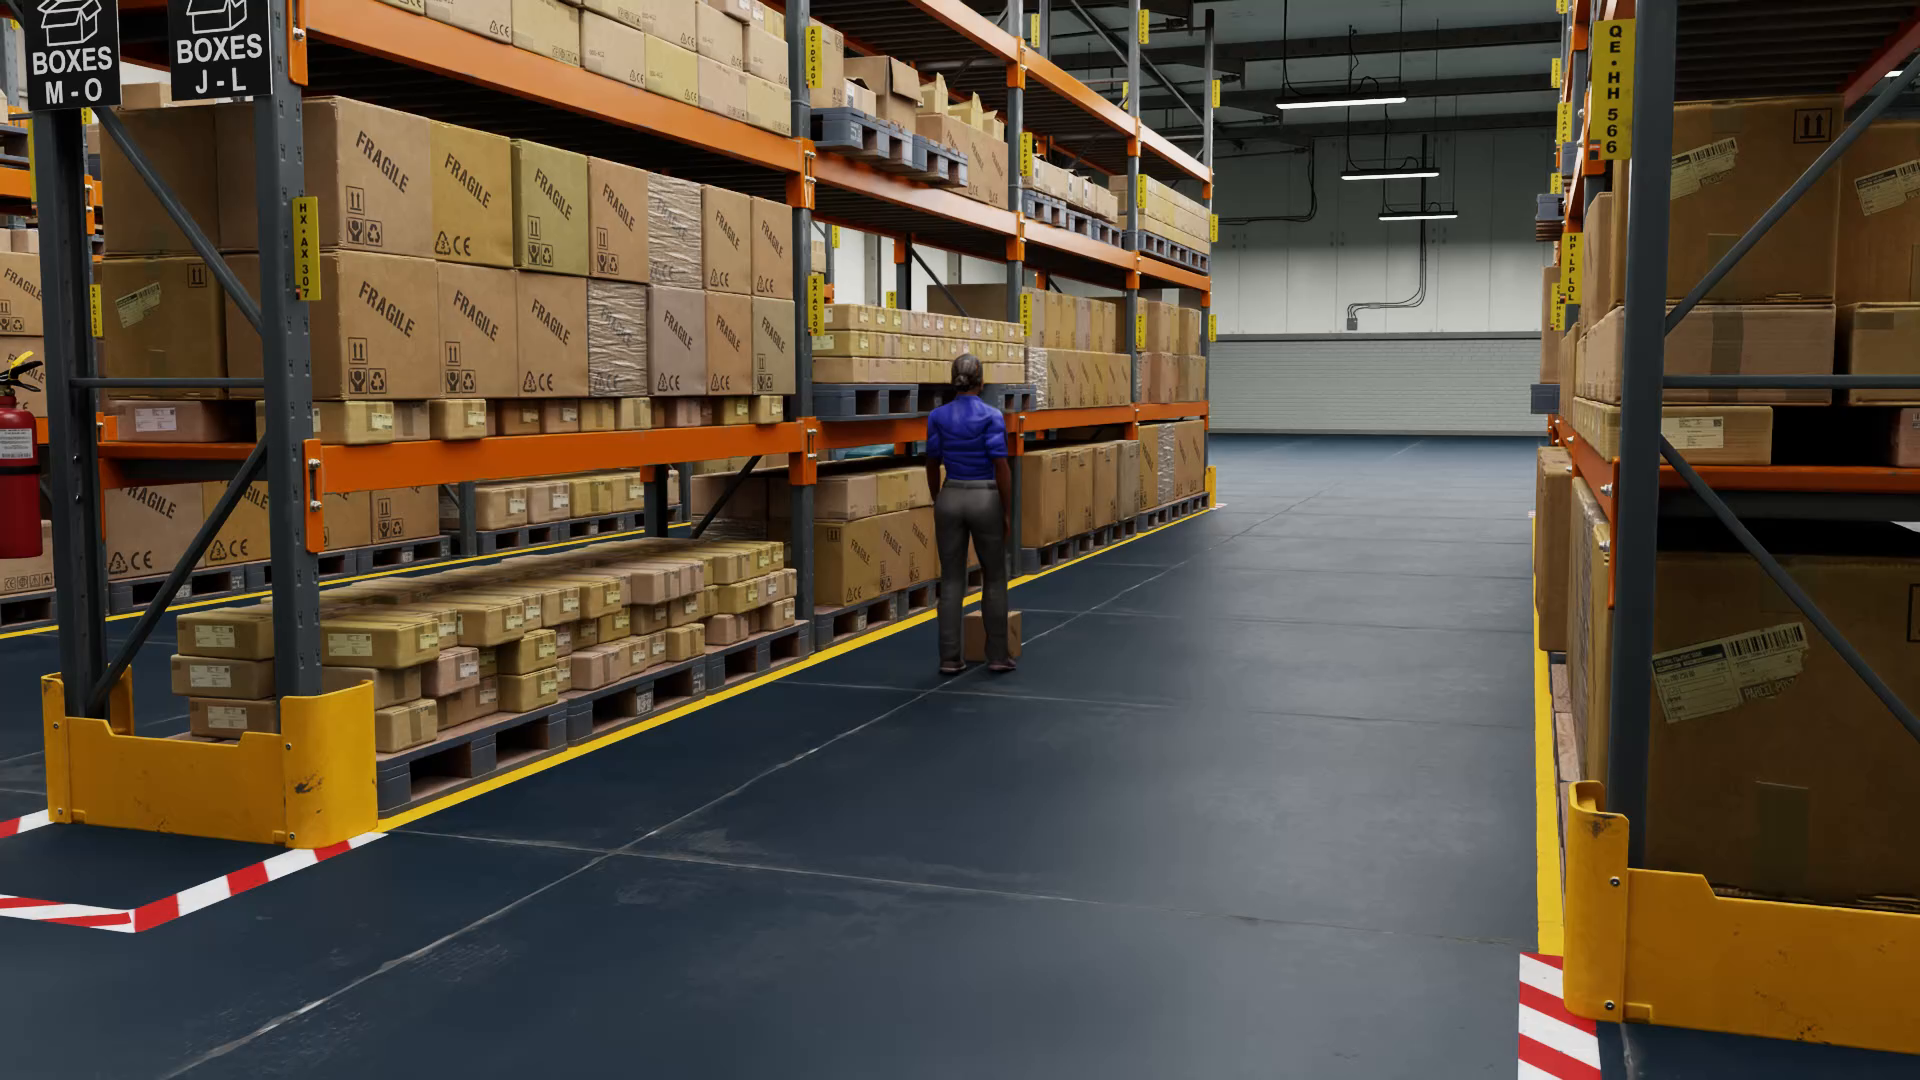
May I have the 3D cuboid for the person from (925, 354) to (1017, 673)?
[{"bbox_3d":[0.067,-0.128,8.701,0.482,1.682,0.449,2,6,17],"label":"person"}]
